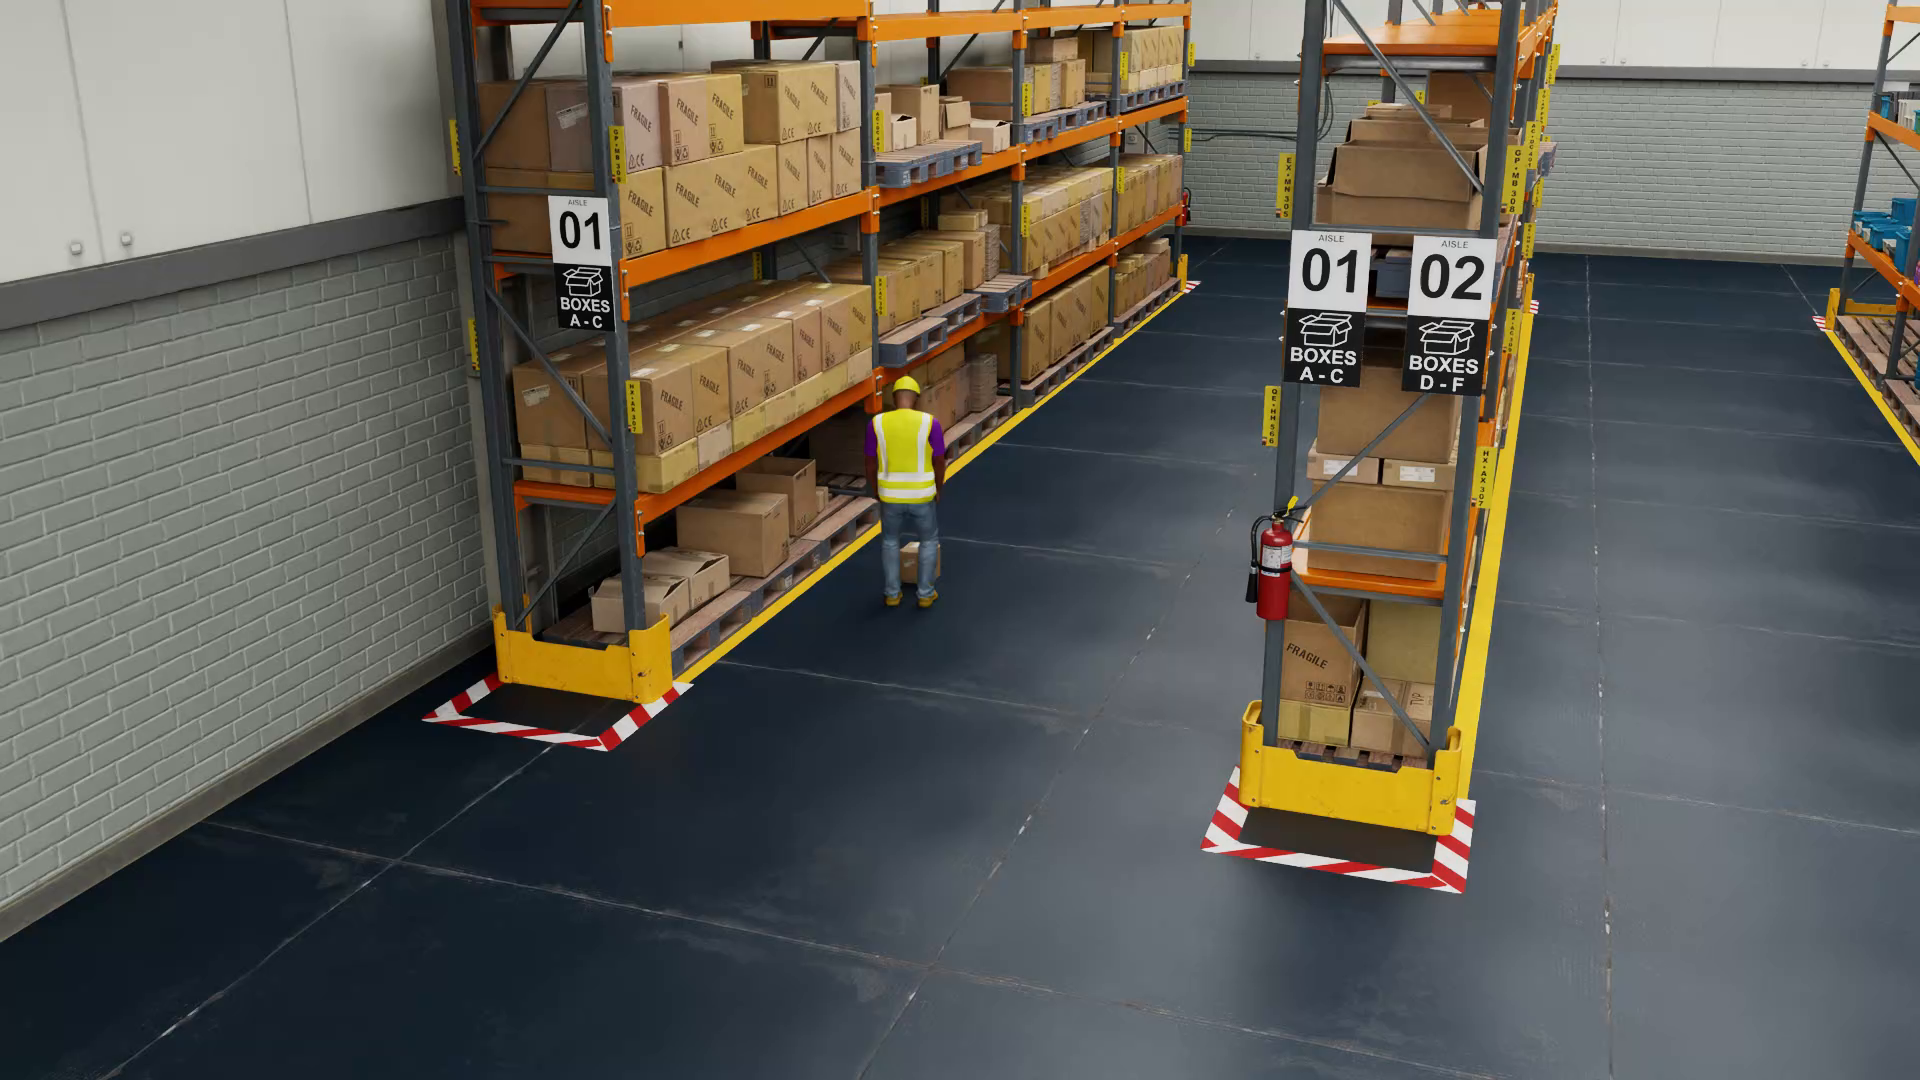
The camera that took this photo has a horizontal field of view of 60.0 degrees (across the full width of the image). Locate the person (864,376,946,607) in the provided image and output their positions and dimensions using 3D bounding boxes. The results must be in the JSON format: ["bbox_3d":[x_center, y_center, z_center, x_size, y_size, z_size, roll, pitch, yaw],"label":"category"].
[{"bbox_3d":[-0.403,-0.351,12.206,0.602,1.683,0.511,2,19,7],"label":"person"}]
